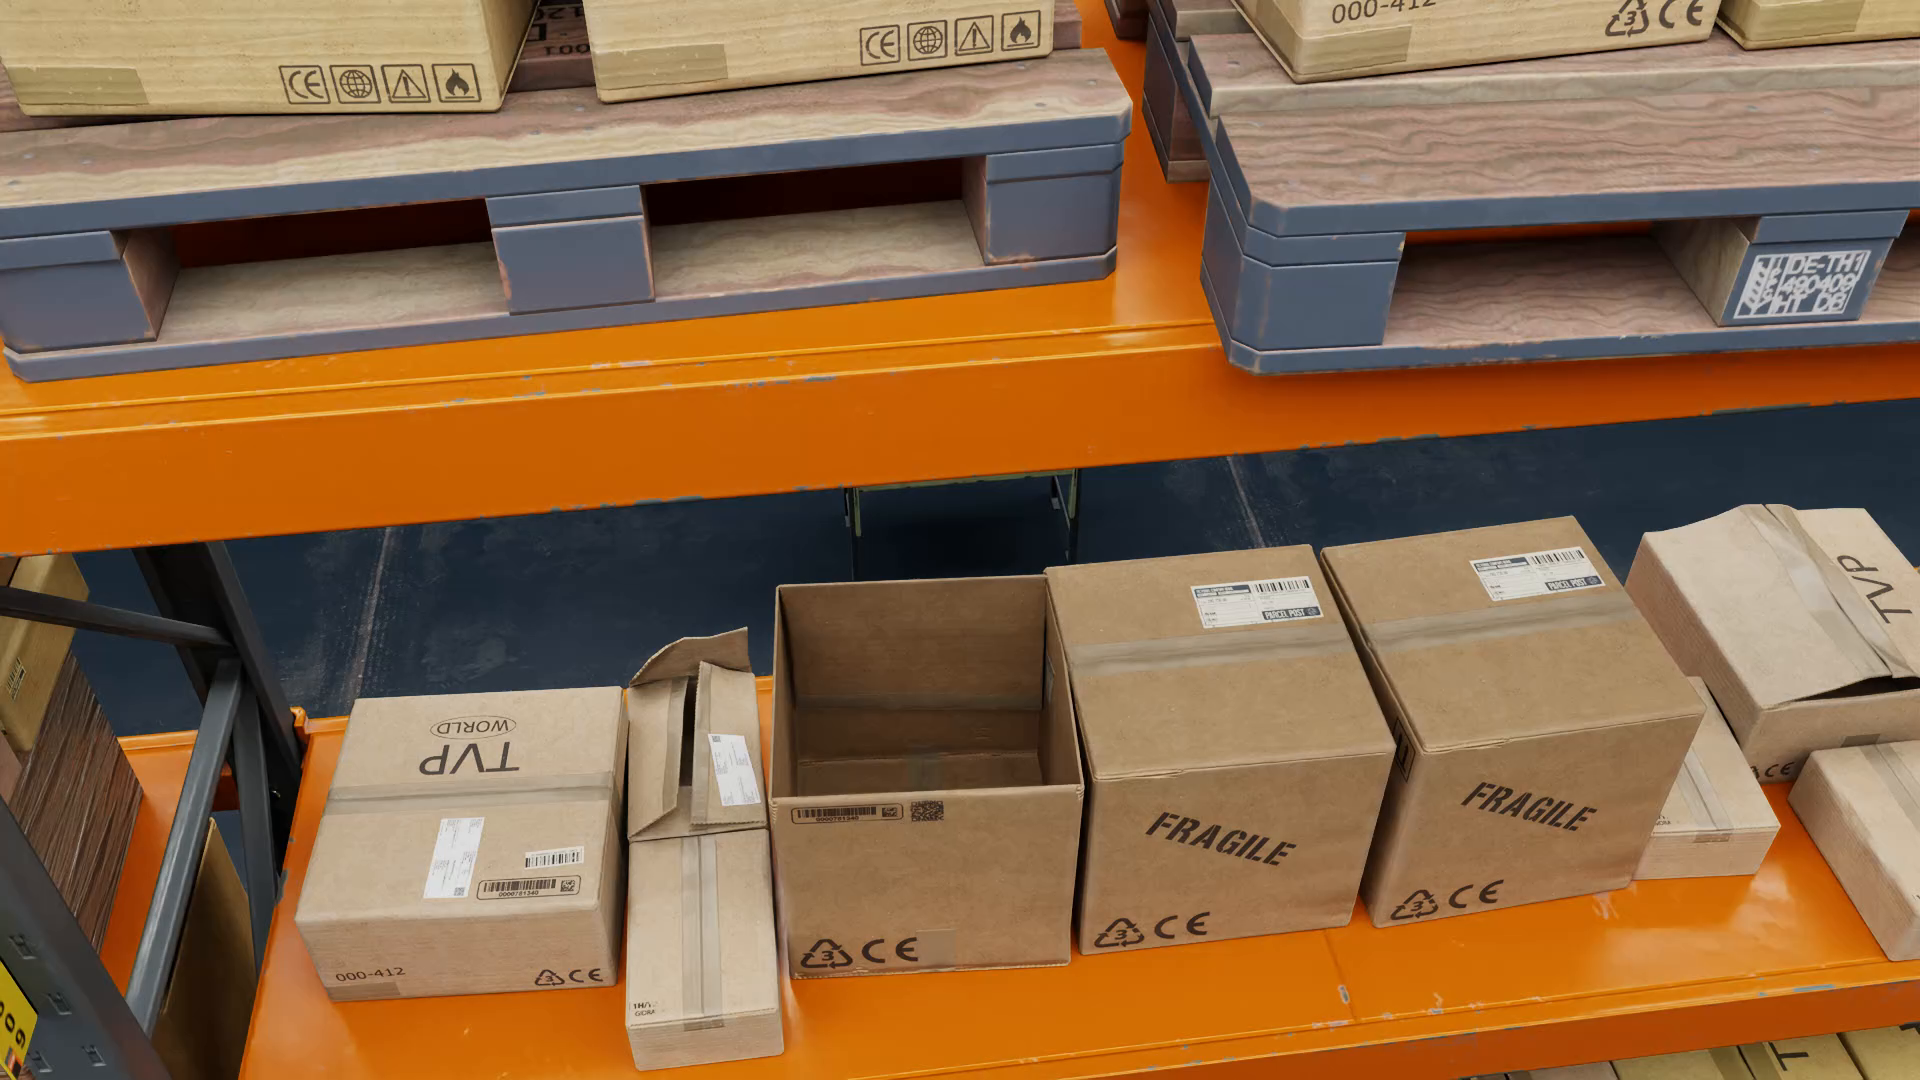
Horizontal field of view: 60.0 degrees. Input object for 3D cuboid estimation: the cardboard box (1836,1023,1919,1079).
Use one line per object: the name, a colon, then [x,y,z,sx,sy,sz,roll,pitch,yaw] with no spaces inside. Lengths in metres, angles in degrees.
cardboard box: [2.127,1.076,3.638,0.500,0.311,0.500,-4,42,-4]

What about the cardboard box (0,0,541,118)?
cardboard box: [-0.740,-0.704,1.849,0.500,0.250,0.500,-1,42,-1]

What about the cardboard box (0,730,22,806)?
cardboard box: [-1.594,0.446,2.457,0.250,0.149,0.380,-5,42,-6]

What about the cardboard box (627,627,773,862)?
cardboard box: [-0.504,0.409,3.157,0.258,0.266,0.396,-6,42,-7]

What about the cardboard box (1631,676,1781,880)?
cardboard box: [1.357,0.452,3.197,0.250,0.149,0.380,-2,42,-2]

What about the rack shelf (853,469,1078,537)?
rack shelf: [-0.007,-0.314,5.465,0.720,0.370,0.431,-5,42,-6]

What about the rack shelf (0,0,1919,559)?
rack shelf: [0.631,-0.463,2.321,4.000,0.370,1.077,-5,42,-6]

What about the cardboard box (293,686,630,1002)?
cardboard box: [-0.869,0.542,3.022,0.500,0.250,0.500,-3,42,-3]

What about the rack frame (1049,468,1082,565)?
rack frame: [0.356,-0.588,5.282,0.023,1.500,0.400,-5,42,-6]

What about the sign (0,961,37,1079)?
sign: [-1.279,0.575,2.167,0.005,0.325,0.100,-5,42,-6]

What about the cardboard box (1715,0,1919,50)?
cardboard box: [1.086,-0.827,1.987,0.500,0.250,0.500,-6,42,-6]

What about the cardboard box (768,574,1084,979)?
cardboard box: [-0.066,0.419,2.971,0.500,0.500,0.500,-2,42,-2]

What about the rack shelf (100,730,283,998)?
rack shelf: [-3.335,0.999,2.941,4.000,0.370,1.077,-5,42,-6]

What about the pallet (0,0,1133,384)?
pallet: [-0.479,-0.570,2.046,1.217,0.209,0.805,-7,42,-7]

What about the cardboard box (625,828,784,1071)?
cardboard box: [-0.447,0.710,2.911,0.250,0.149,0.380,-5,42,-6]

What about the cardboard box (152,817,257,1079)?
cardboard box: [-1.852,0.977,3.607,0.500,0.500,0.500,-5,42,-6]

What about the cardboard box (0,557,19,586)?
cardboard box: [-1.791,0.082,2.377,0.500,0.500,0.700,-5,42,-5]

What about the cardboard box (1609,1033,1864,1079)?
cardboard box: [1.612,1.126,3.583,0.500,0.311,0.500,-6,42,-6]

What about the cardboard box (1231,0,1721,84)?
cardboard box: [0.552,-0.782,1.936,0.500,0.250,0.500,-8,43,-9]

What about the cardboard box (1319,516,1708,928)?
cardboard box: [0.953,0.330,3.070,0.500,0.500,0.500,-7,43,-8]

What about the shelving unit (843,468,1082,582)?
shelving unit: [-0.007,-0.556,5.247,0.755,1.500,0.431,-5,42,-6]

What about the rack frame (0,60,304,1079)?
rack frame: [-1.352,0.558,2.892,0.127,3.000,1.000,-5,42,-6]

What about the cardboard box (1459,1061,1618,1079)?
cardboard box: [1.111,1.168,3.537,0.500,0.311,0.500,-5,42,-6]

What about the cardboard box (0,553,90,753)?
cardboard box: [-1.644,0.174,2.758,0.250,0.149,0.380,-5,42,-6]

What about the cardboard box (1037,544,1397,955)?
cardboard box: [0.431,0.375,3.020,0.500,0.500,0.500,-5,42,-5]

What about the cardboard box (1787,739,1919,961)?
cardboard box: [1.758,0.565,3.071,0.250,0.149,0.380,-5,42,-6]

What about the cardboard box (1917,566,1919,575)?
cardboard box: [2.248,0.246,3.304,0.500,0.311,0.500,-3,42,-3]

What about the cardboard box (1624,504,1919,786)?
cardboard box: [1.702,0.192,3.364,0.500,0.311,0.500,-5,42,-6]

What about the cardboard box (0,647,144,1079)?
cardboard box: [-1.791,0.563,2.811,0.500,0.500,0.700,-6,42,-7]

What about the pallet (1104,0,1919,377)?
pallet: [0.844,-0.616,2.095,1.213,0.211,1.003,-3,42,-4]

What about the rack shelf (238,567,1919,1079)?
rack shelf: [0.631,0.651,3.326,4.000,0.370,1.077,-5,42,-6]

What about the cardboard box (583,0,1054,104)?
cardboard box: [-0.196,-0.753,1.904,0.500,0.250,0.500,-9,43,-10]

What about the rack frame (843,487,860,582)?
rack frame: [-0.370,-0.525,5.212,0.023,1.500,0.400,-5,42,-6]
